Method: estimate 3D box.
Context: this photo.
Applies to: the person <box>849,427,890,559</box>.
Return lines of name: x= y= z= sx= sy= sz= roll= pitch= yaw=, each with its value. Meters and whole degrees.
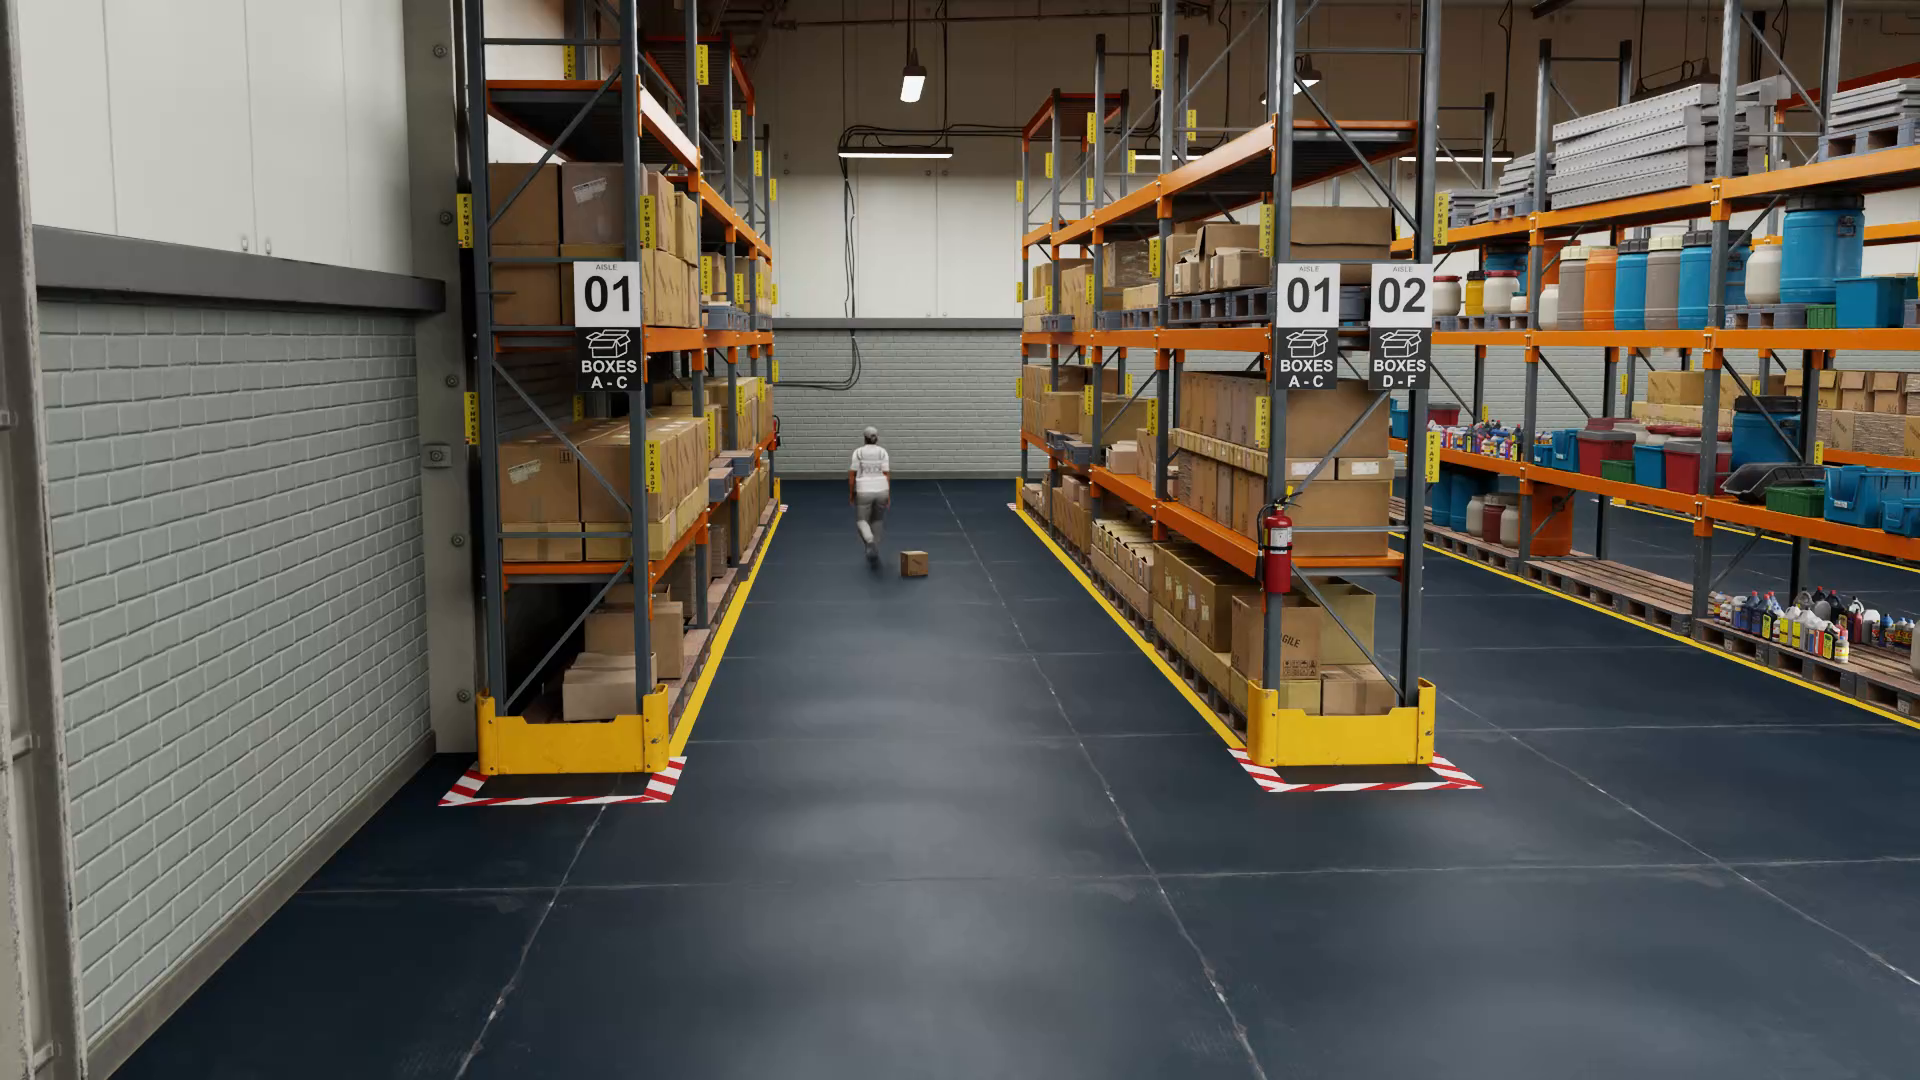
person: x=-1.097 y=-0.564 z=20.264 sx=0.499 sy=1.626 sz=0.832 roll=-2 pitch=7 yaw=-12
